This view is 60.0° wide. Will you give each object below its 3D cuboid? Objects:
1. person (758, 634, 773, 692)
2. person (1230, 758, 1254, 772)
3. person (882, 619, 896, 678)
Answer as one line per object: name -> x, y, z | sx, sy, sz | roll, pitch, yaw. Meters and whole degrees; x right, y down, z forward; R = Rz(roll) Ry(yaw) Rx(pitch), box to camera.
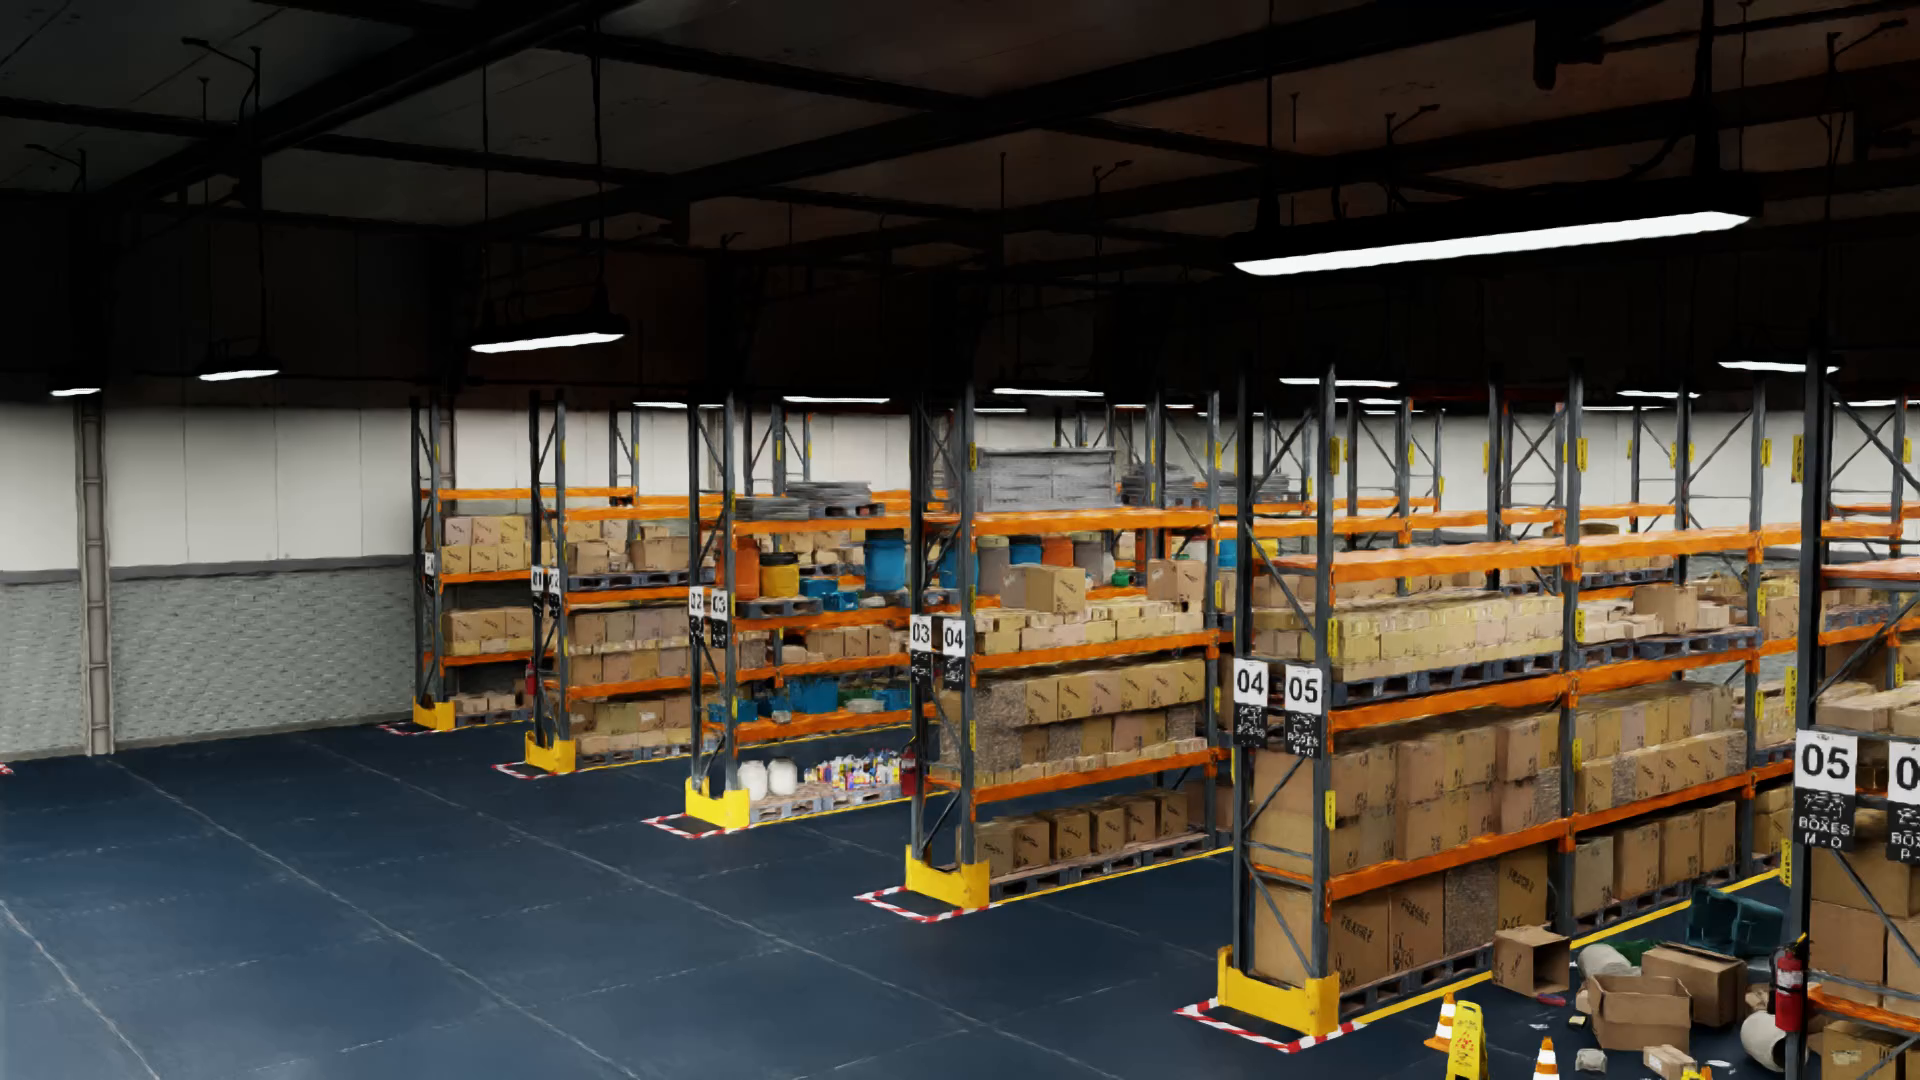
person -> -3.592, 2.527, 30.971 | 0.399, 1.602, 0.469 | 1, 4, 18
person -> 4.101, 2.900, 24.591 | 1.086, 1.589, 0.495 | -3, 4, -37
person -> -1.397, 2.380, 33.490 | 0.406, 1.600, 0.468 | 1, 4, 21
